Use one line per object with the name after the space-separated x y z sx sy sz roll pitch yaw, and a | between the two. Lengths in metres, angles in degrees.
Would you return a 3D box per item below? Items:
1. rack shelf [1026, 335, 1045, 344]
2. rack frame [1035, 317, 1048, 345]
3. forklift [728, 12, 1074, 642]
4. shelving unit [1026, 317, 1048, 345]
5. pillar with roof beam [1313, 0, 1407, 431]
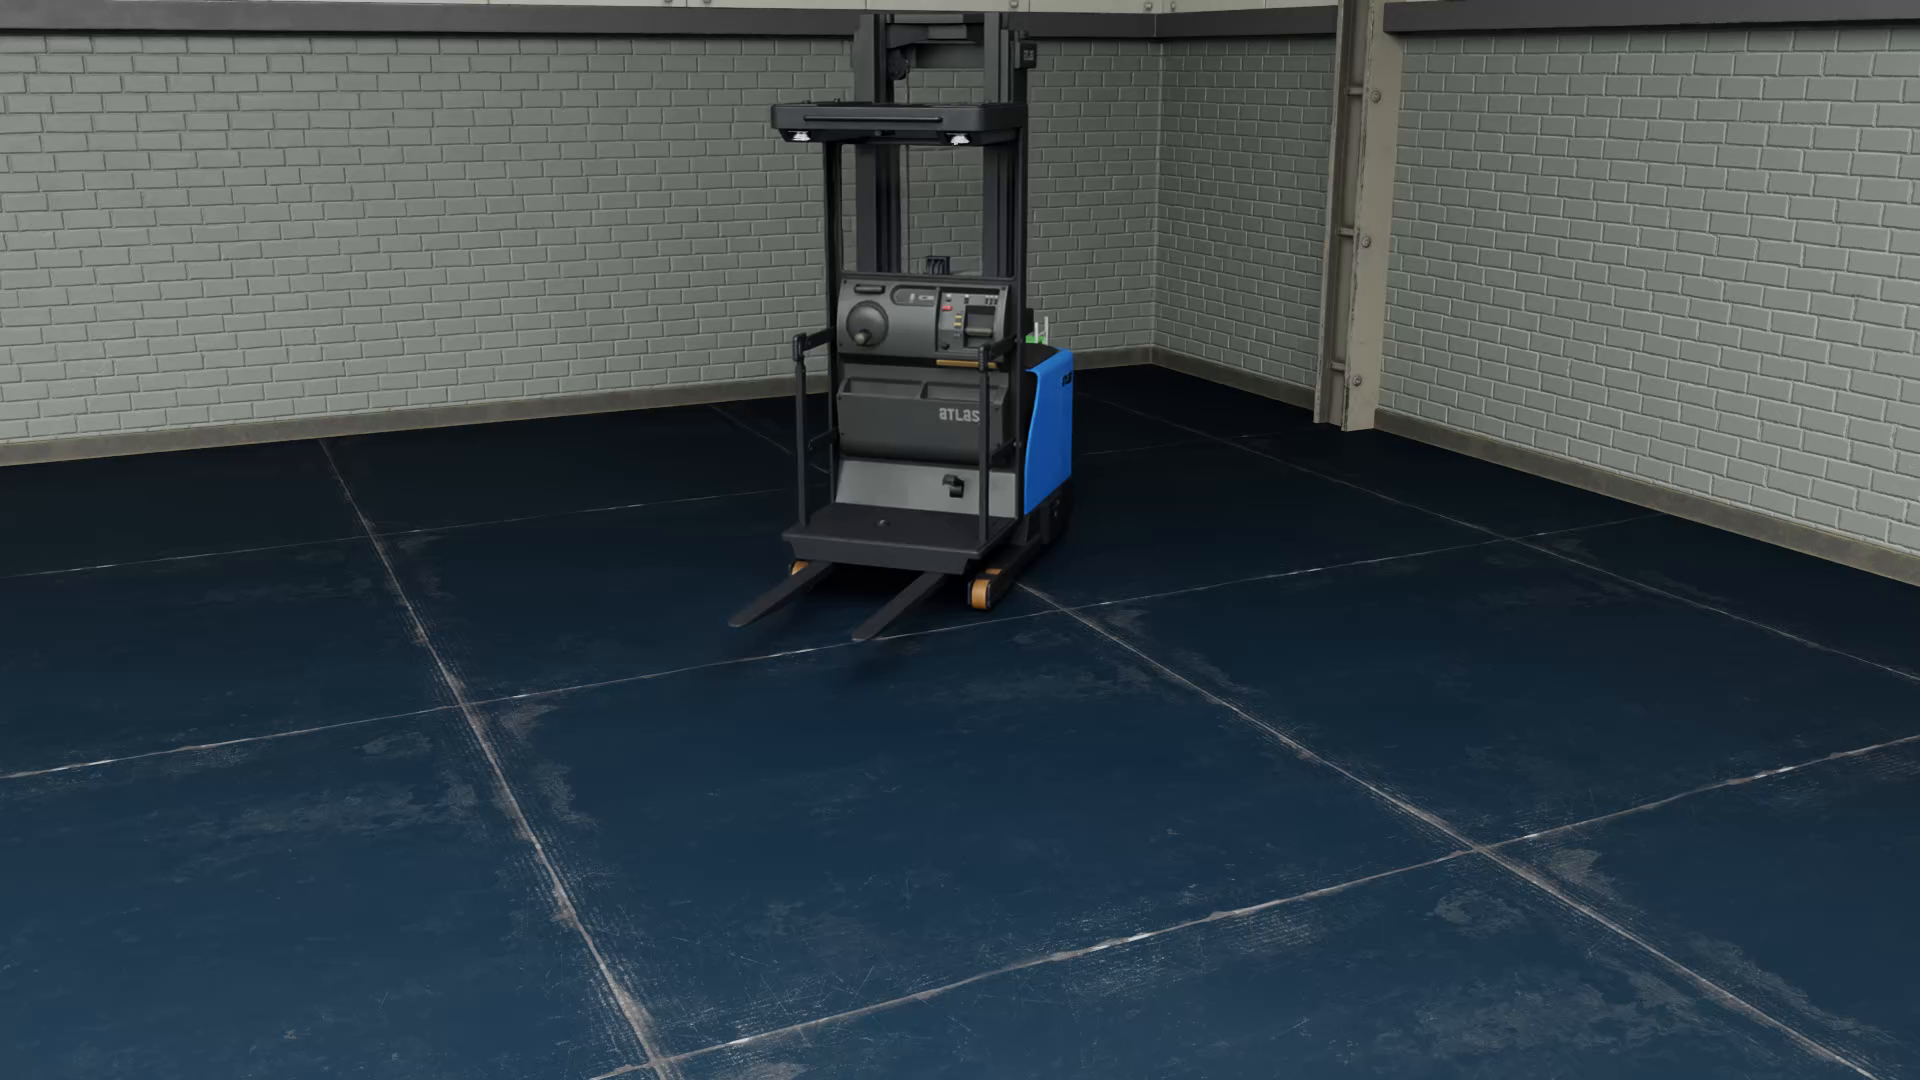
0.261 -1.176 10.163 0.480 0.148 0.258 5 17 18 | rack shelf
0.493 -0.754 10.203 0.015 1.200 0.240 5 17 18 | rack frame
-0.266 -1.172 8.522 1.130 2.935 3.031 5 17 18 | forklift
0.261 -0.776 10.277 0.503 1.200 0.258 5 17 18 | shelving unit
-0.894 -4.697 9.806 9.100 9.000 0.400 -8 18 -25 | pillar with roof beam
